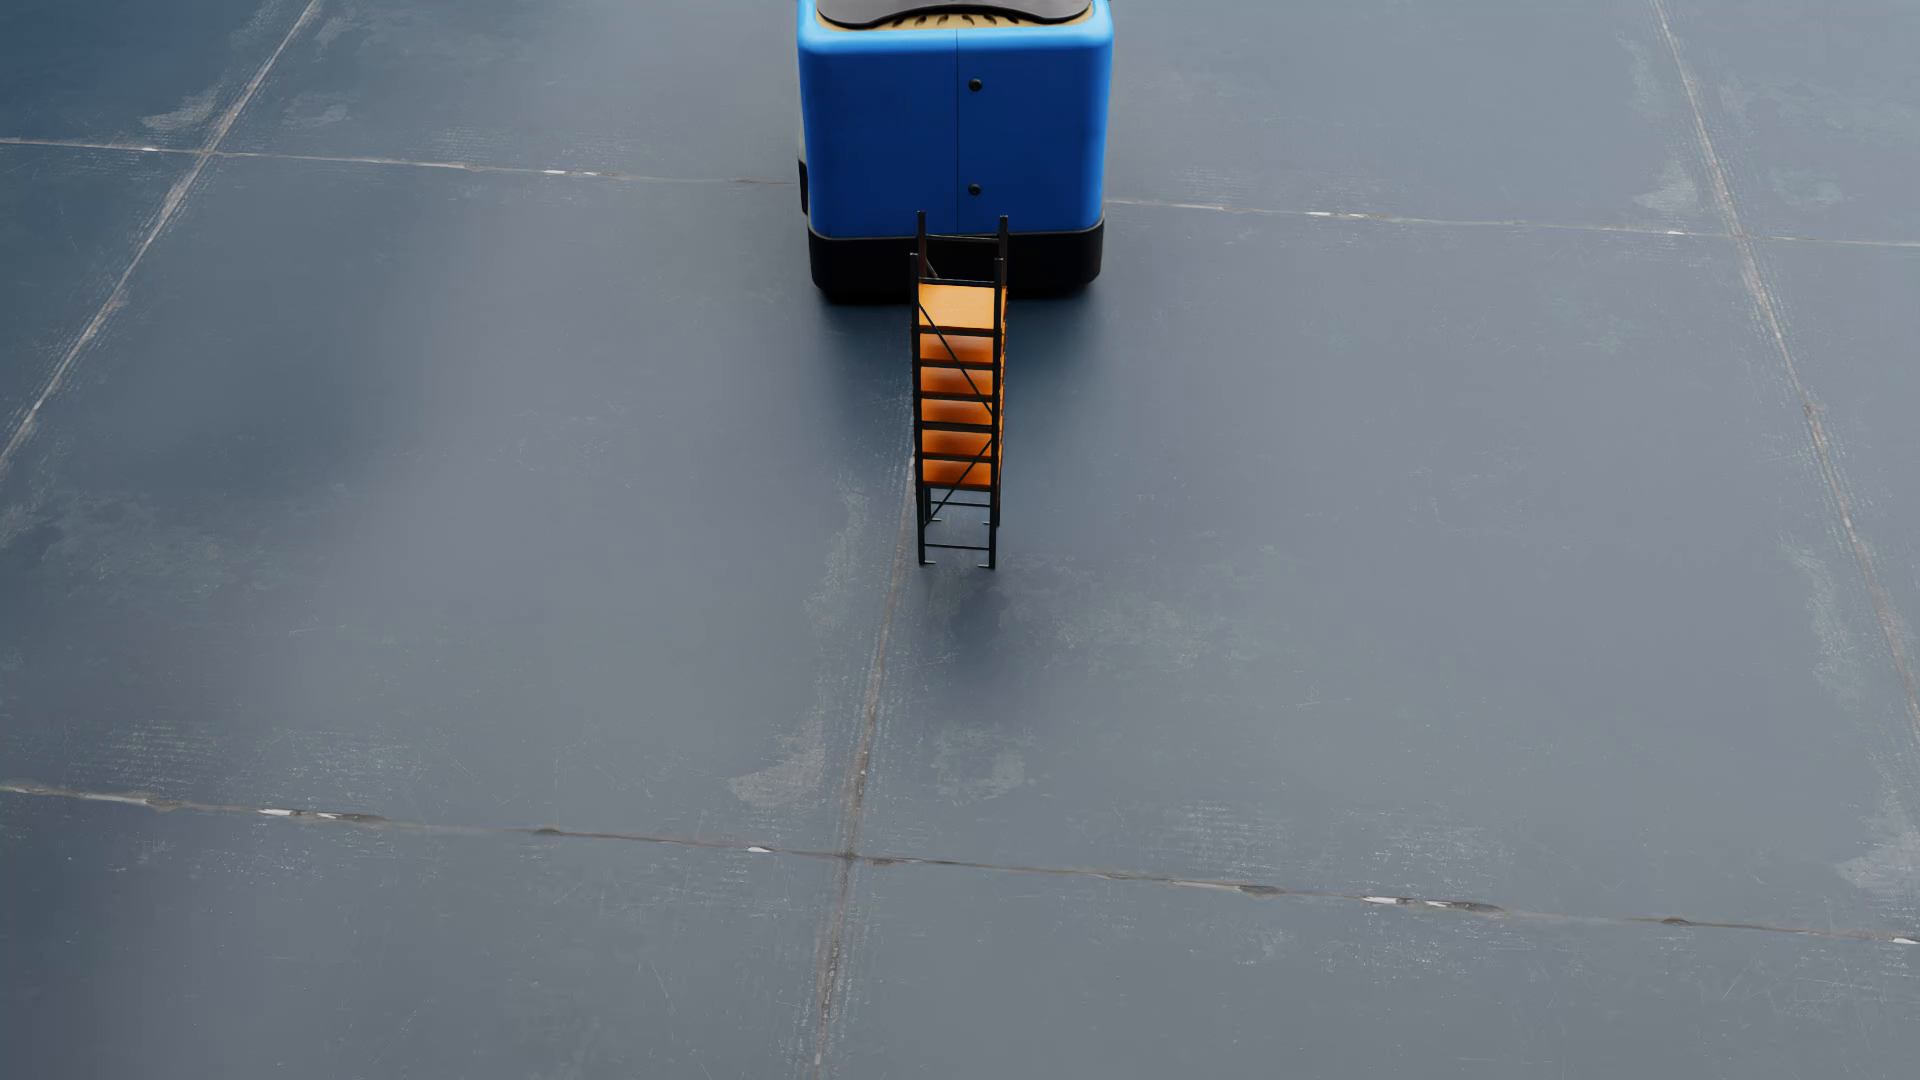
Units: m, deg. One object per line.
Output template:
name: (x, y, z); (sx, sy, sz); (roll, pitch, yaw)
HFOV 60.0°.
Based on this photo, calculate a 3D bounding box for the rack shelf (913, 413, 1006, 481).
rack shelf: (-0.001, -0.283, 4.919); (0.258, 0.103, 0.180); (4, 48, 4)

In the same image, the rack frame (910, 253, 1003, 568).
rack frame: (-0.010, -0.327, 4.736); (0.240, 1.200, 0.006); (4, 48, 4)

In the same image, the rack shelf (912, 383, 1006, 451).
rack shelf: (-0.001, -0.364, 4.830); (0.258, 0.103, 0.180); (4, 48, 4)

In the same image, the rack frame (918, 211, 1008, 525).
rack frame: (0.007, -0.462, 4.859); (0.240, 1.200, 0.006); (4, 48, 4)

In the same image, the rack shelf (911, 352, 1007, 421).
rack shelf: (-0.001, -0.445, 4.742); (0.258, 0.103, 0.180); (4, 48, 4)

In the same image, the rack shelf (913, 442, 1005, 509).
rack shelf: (-0.001, -0.202, 5.007); (0.258, 0.103, 0.180); (4, 48, 4)

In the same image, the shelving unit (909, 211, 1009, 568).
shelving unit: (-0.001, -0.394, 4.798); (0.258, 1.200, 0.189); (4, 48, 4)

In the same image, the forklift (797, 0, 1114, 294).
forklift: (-0.085, -2.954, 5.965); (1.130, 2.935, 3.031); (-2, 48, -2)

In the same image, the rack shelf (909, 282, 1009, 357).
rack shelf: (-0.001, -0.607, 4.565); (0.258, 0.103, 0.180); (4, 48, 4)

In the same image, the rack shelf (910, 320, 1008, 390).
rack shelf: (-0.001, -0.526, 4.653); (0.258, 0.103, 0.180); (4, 48, 4)
